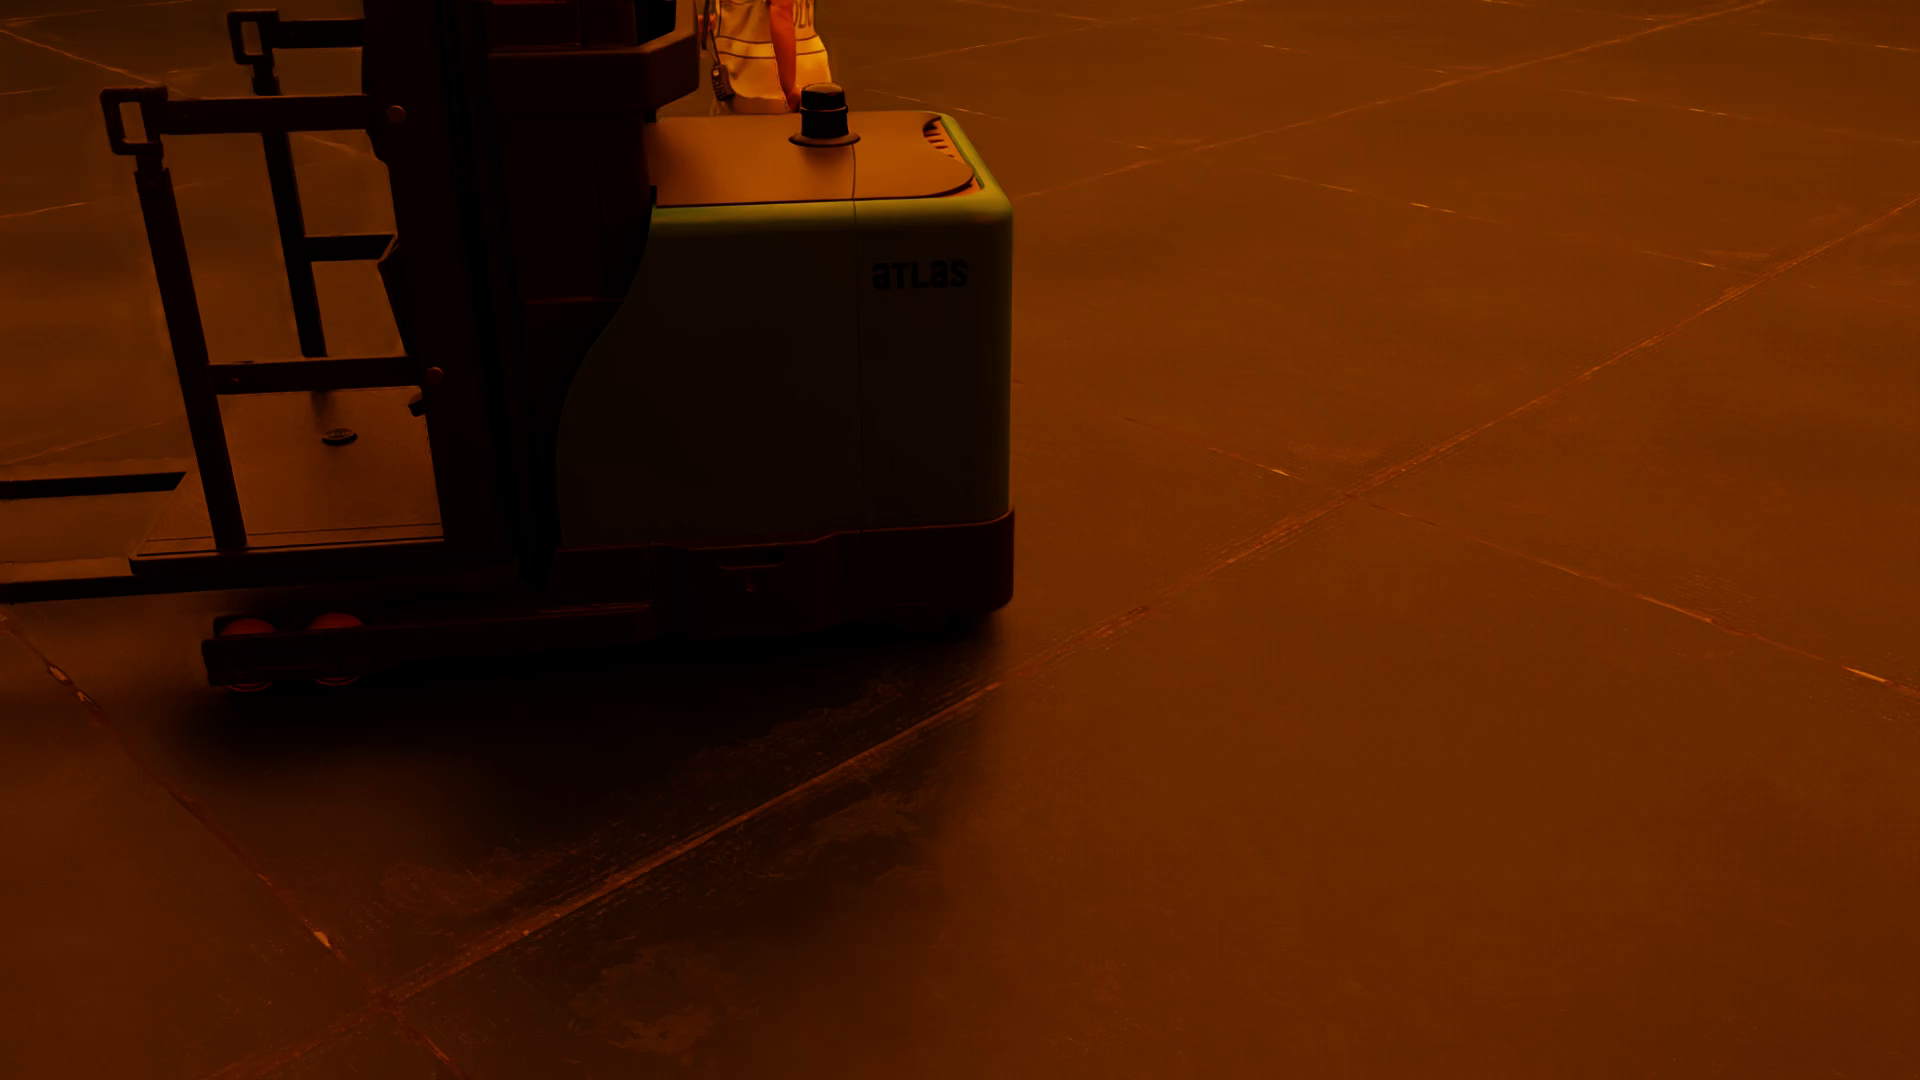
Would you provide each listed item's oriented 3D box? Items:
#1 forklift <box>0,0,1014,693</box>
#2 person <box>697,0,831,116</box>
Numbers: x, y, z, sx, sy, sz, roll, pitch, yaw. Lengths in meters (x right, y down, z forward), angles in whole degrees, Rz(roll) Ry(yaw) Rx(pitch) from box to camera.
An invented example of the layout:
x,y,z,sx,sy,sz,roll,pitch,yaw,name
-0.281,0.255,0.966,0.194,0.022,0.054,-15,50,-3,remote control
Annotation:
x,y,z,sx,sy,sz,roll,pitch,yaw,name
-1.429,-1.214,3.689,3.031,2.935,1.130,-4,26,-7,forklift
-0.713,-1.652,6.151,0.891,1.621,0.514,22,33,37,person
